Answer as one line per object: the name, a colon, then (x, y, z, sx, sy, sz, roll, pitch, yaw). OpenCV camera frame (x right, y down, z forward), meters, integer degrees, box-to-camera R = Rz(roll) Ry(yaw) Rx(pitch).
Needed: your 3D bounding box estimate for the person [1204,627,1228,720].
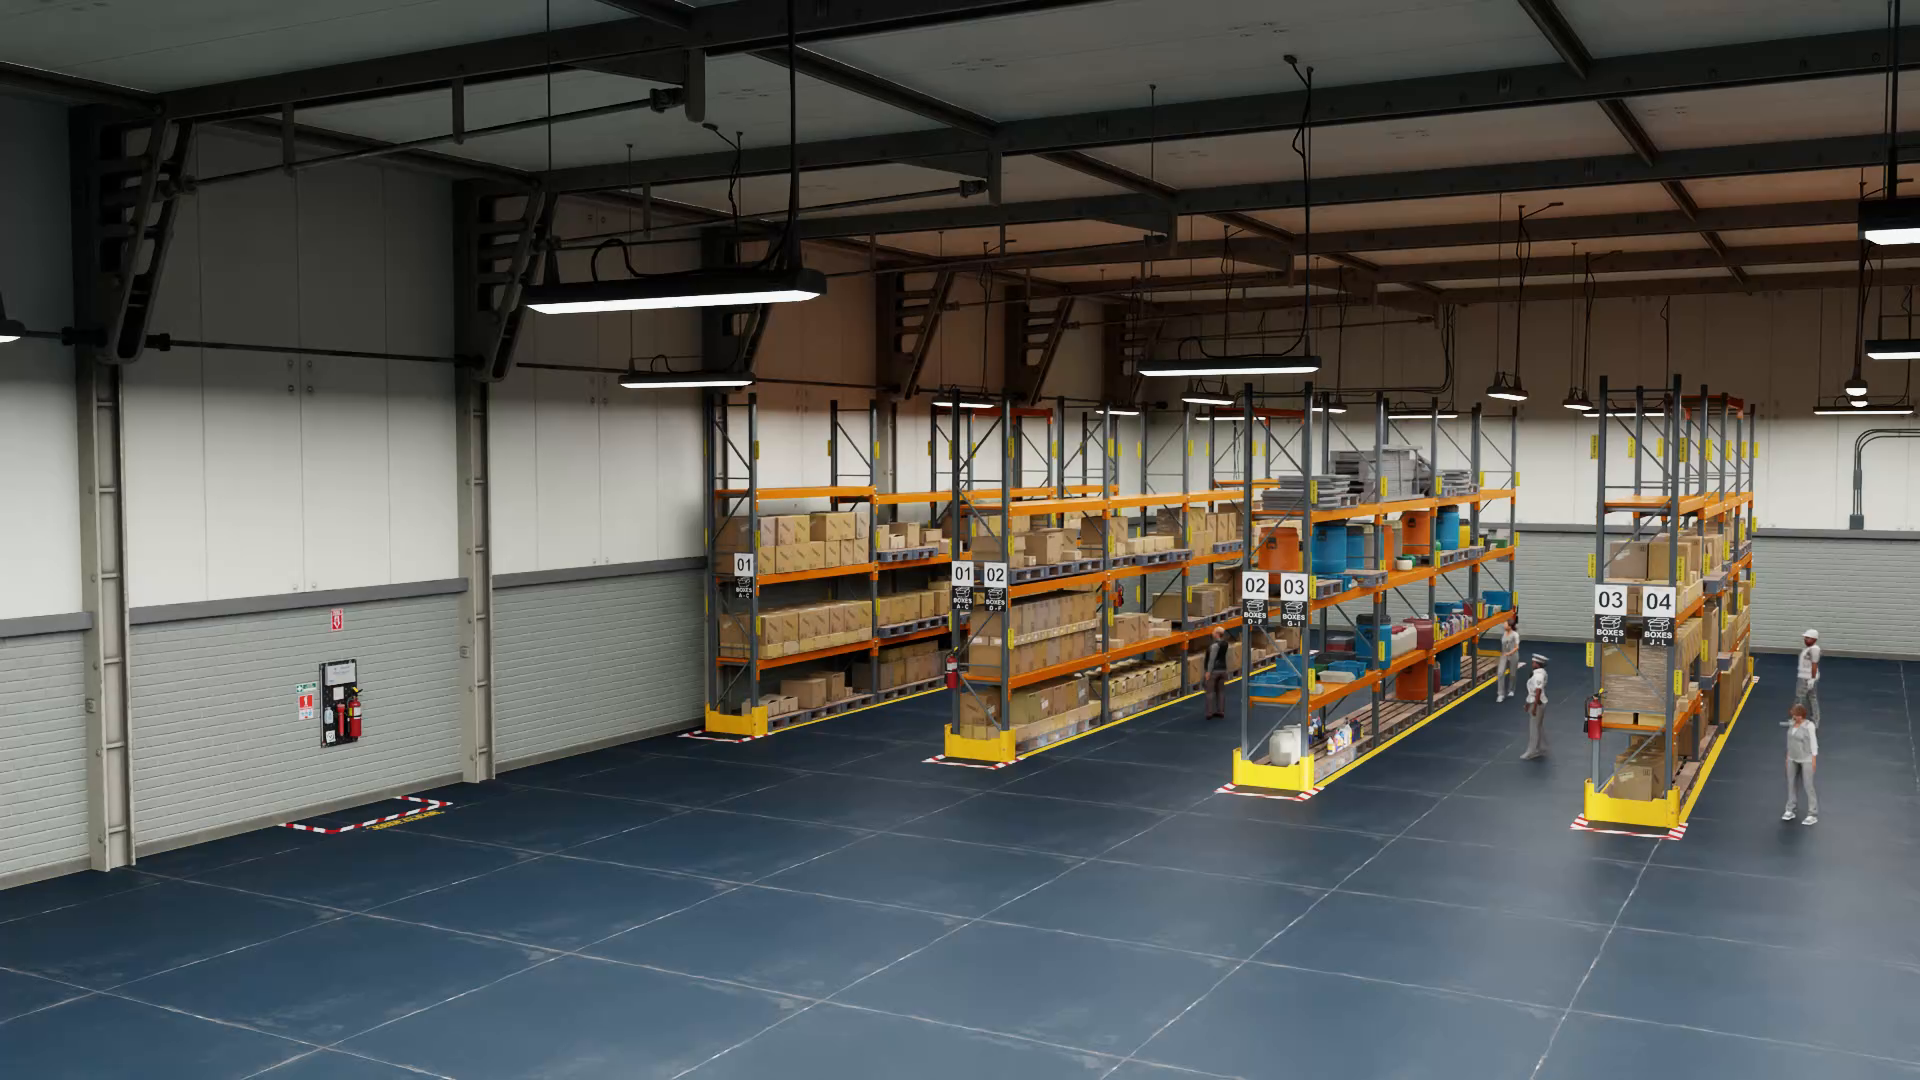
person: (4.759, 2.470, 31.006, 0.531, 1.725, 0.459, -2, 4, -36)

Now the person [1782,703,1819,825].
person: (11.311, 2.992, 22.373, 0.352, 1.597, 0.503, -1, 3, -20)

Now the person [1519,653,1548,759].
person: (9.341, 2.701, 27.110, 0.513, 1.701, 0.468, 0, 3, 3)

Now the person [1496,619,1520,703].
person: (11.026, 2.399, 33.340, 0.401, 1.646, 0.973, 2, 4, 29)

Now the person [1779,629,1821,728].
person: (15.174, 2.487, 29.973, 0.663, 1.780, 0.557, 2, 4, 39)
